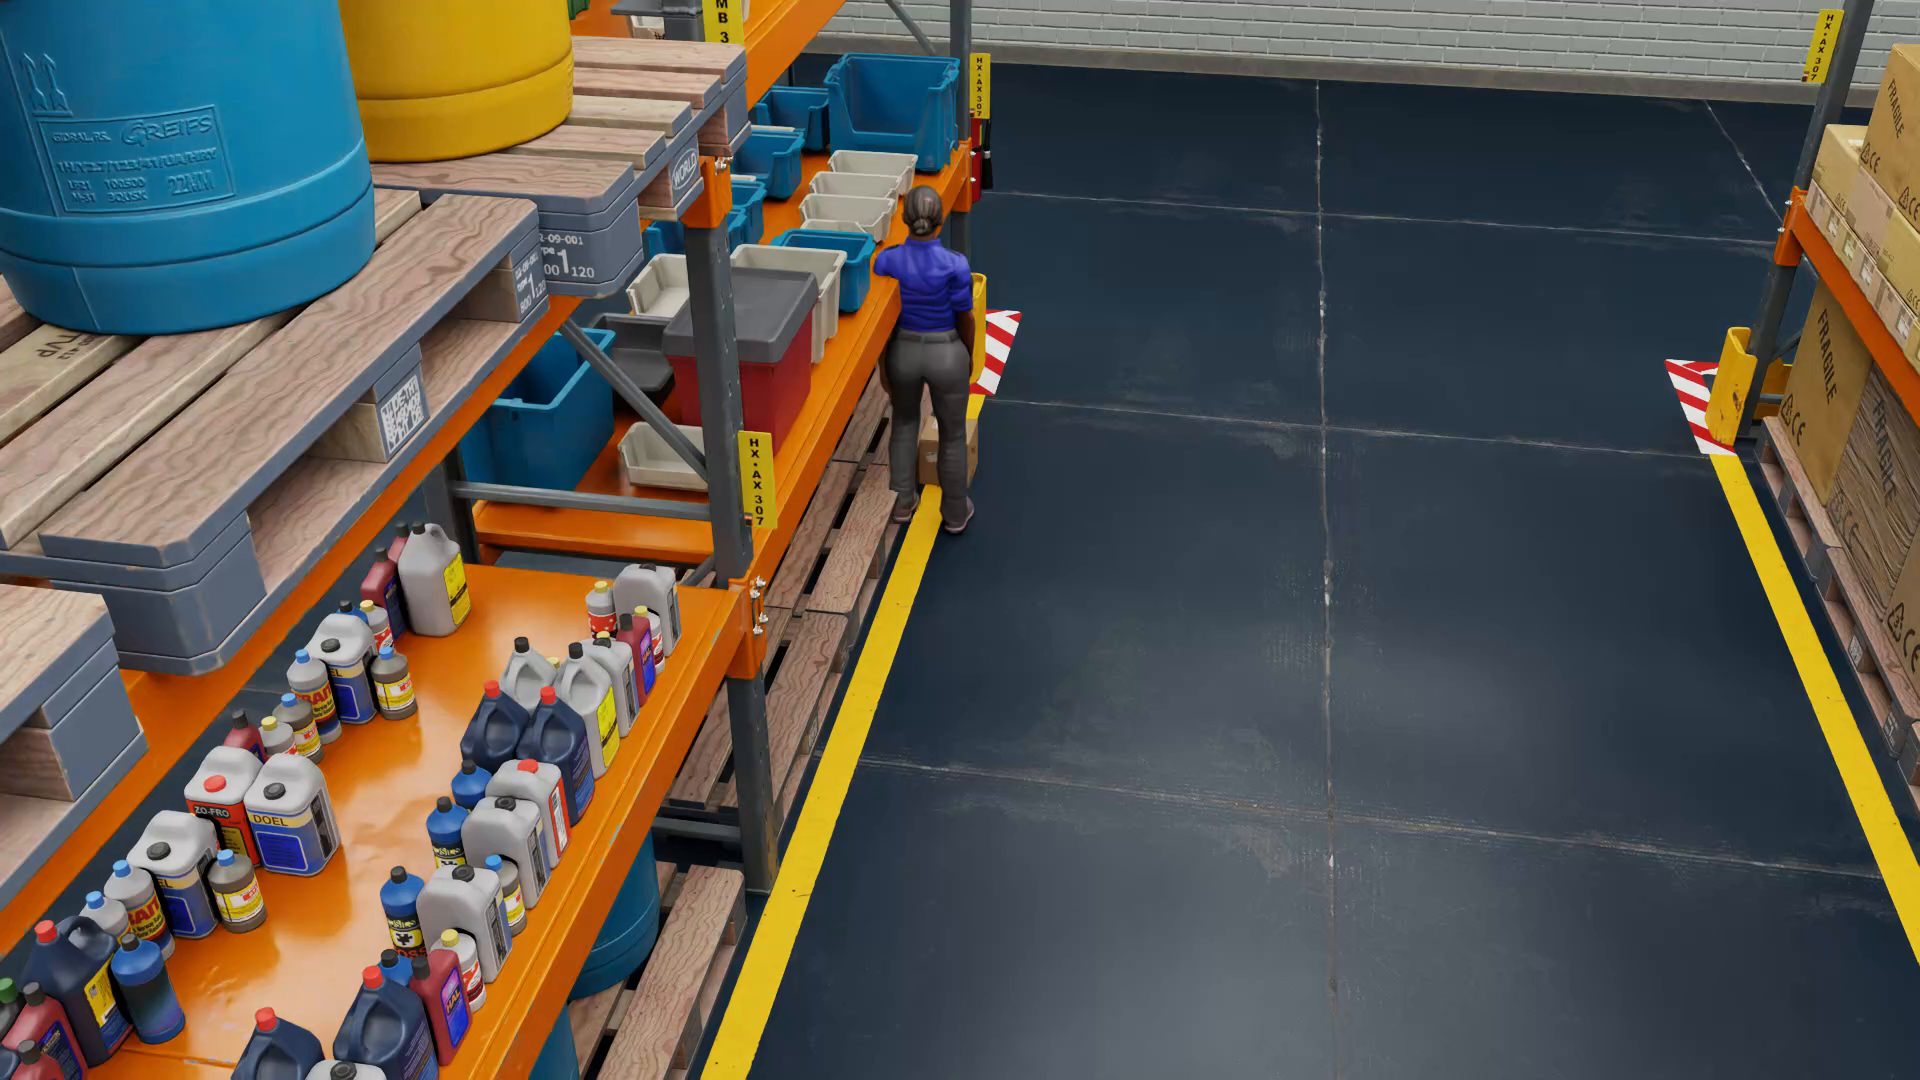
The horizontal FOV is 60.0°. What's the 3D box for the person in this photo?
[{"bbox_3d":[-0.149,-0.791,7.350,0.442,1.658,0.371,6,33,9],"label":"person"}]
